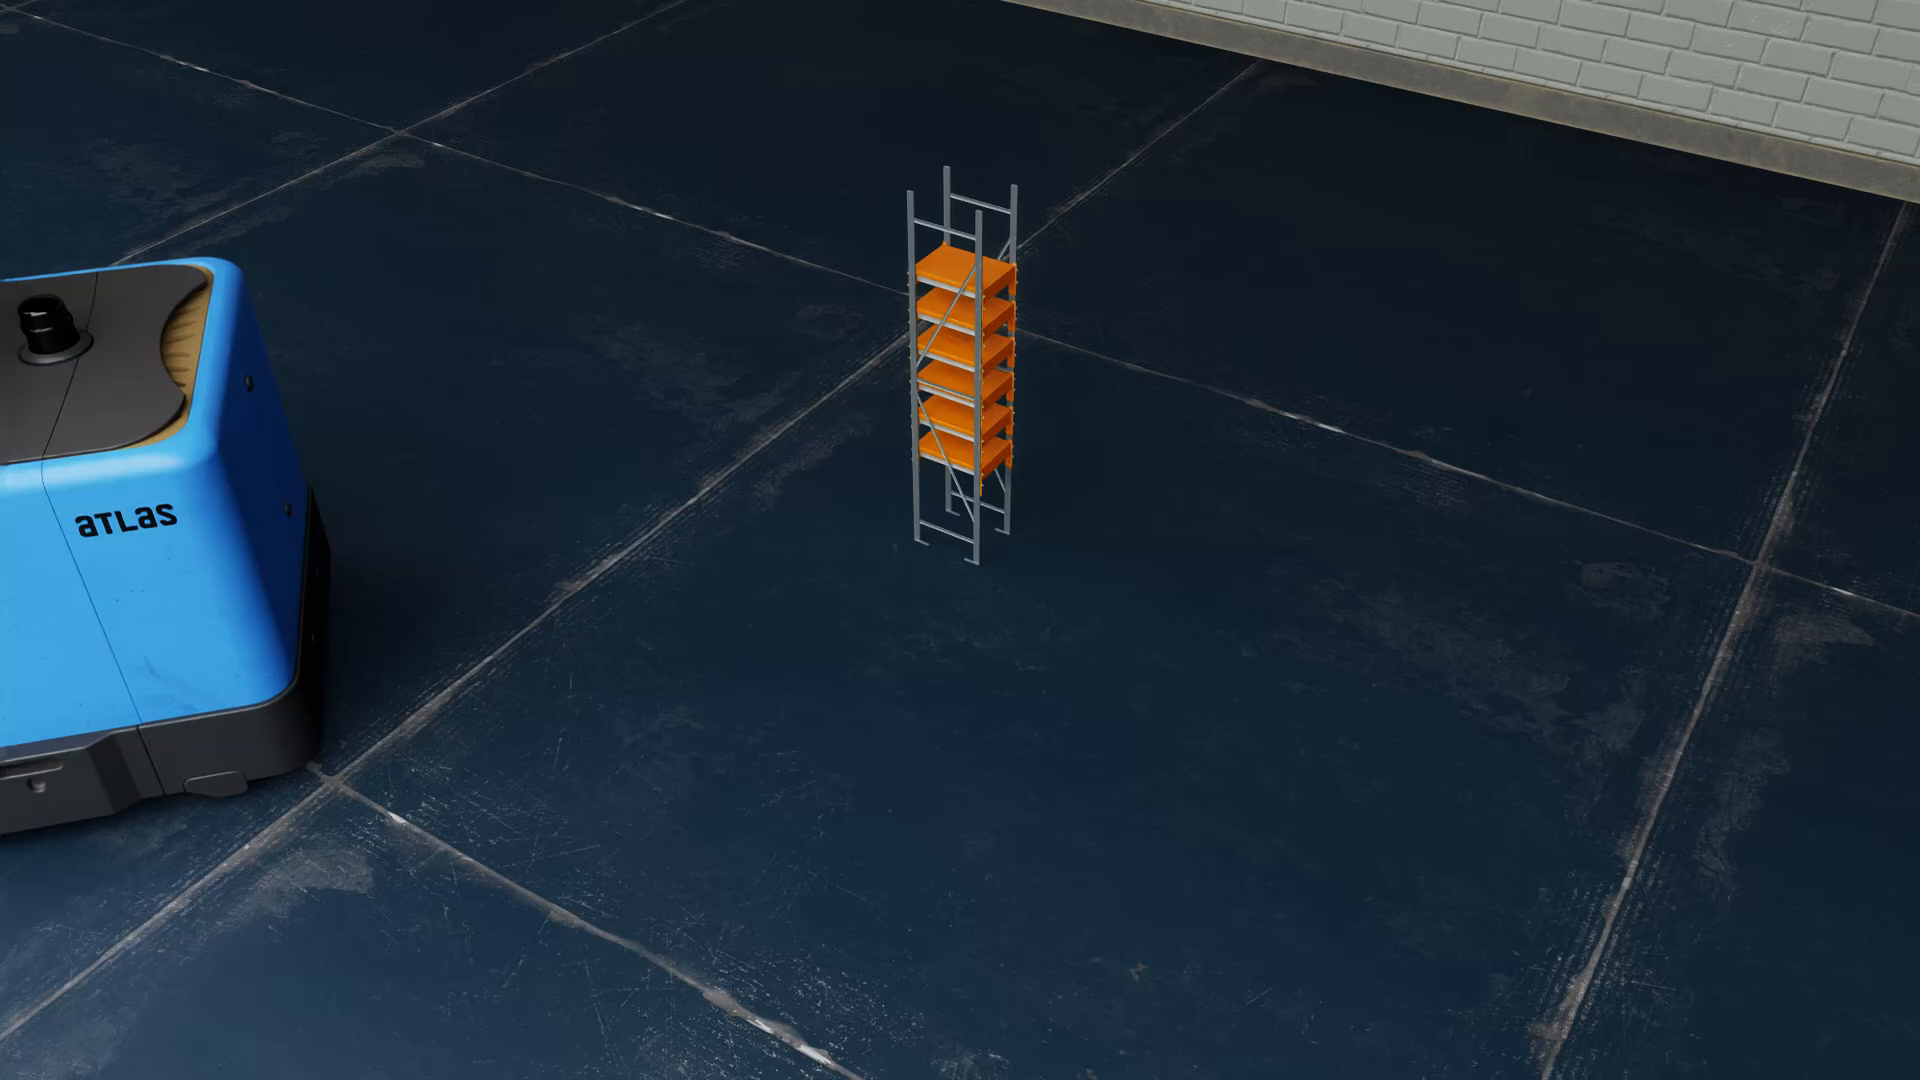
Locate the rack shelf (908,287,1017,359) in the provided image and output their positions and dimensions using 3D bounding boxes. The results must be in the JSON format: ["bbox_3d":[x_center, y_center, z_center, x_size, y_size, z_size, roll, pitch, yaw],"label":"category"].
[{"bbox_3d":[0.008,-0.638,4.774,0.258,0.103,0.180,21,42,25],"label":"rack shelf"}]

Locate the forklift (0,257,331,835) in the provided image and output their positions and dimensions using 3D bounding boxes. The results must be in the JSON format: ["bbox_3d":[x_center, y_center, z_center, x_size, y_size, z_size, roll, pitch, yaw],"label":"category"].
[{"bbox_3d":[-3.277,-0.577,3.597,3.031,2.935,1.130,-9,39,-12],"label":"forklift"}]

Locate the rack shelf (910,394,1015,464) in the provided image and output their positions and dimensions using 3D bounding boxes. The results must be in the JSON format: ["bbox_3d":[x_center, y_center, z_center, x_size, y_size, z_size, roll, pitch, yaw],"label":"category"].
[{"bbox_3d":[0.008,-0.352,4.994,0.258,0.103,0.180,21,42,25],"label":"rack shelf"}]

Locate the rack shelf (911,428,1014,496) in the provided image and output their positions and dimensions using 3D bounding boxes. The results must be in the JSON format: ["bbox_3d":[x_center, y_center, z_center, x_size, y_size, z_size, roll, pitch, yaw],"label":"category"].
[{"bbox_3d":[0.008,-0.257,5.067,0.258,0.103,0.180,21,42,25],"label":"rack shelf"}]

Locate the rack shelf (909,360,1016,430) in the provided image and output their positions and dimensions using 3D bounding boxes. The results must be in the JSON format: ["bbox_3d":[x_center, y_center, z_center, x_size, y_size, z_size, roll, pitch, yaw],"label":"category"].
[{"bbox_3d":[0.008,-0.447,4.920,0.258,0.103,0.180,21,42,25],"label":"rack shelf"}]

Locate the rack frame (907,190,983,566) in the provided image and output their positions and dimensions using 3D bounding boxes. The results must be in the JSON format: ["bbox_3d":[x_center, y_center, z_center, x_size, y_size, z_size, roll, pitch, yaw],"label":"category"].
[{"bbox_3d":[-0.041,-0.435,4.832,0.240,1.200,0.006,21,42,25],"label":"rack frame"}]

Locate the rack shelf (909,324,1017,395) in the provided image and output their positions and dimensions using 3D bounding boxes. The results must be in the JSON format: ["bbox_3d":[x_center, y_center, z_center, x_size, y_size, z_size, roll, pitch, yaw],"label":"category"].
[{"bbox_3d":[0.008,-0.542,4.847,0.258,0.103,0.180,21,42,25],"label":"rack shelf"}]

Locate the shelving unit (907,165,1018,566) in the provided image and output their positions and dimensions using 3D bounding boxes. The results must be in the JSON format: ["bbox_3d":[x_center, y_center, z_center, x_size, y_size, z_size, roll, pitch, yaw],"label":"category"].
[{"bbox_3d":[0.008,-0.483,4.893,0.258,1.200,0.189,21,42,25],"label":"shelving unit"}]

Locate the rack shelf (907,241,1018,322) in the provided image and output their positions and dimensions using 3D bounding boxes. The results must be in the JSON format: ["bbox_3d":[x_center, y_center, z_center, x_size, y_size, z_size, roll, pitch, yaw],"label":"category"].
[{"bbox_3d":[0.008,-0.733,4.701,0.258,0.103,0.180,21,42,25],"label":"rack shelf"}]

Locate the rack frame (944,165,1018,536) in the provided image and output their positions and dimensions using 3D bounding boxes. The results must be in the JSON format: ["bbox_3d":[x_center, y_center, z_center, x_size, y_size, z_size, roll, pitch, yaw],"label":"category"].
[{"bbox_3d":[0.057,-0.530,4.955,0.240,1.200,0.006,21,42,25],"label":"rack frame"}]
